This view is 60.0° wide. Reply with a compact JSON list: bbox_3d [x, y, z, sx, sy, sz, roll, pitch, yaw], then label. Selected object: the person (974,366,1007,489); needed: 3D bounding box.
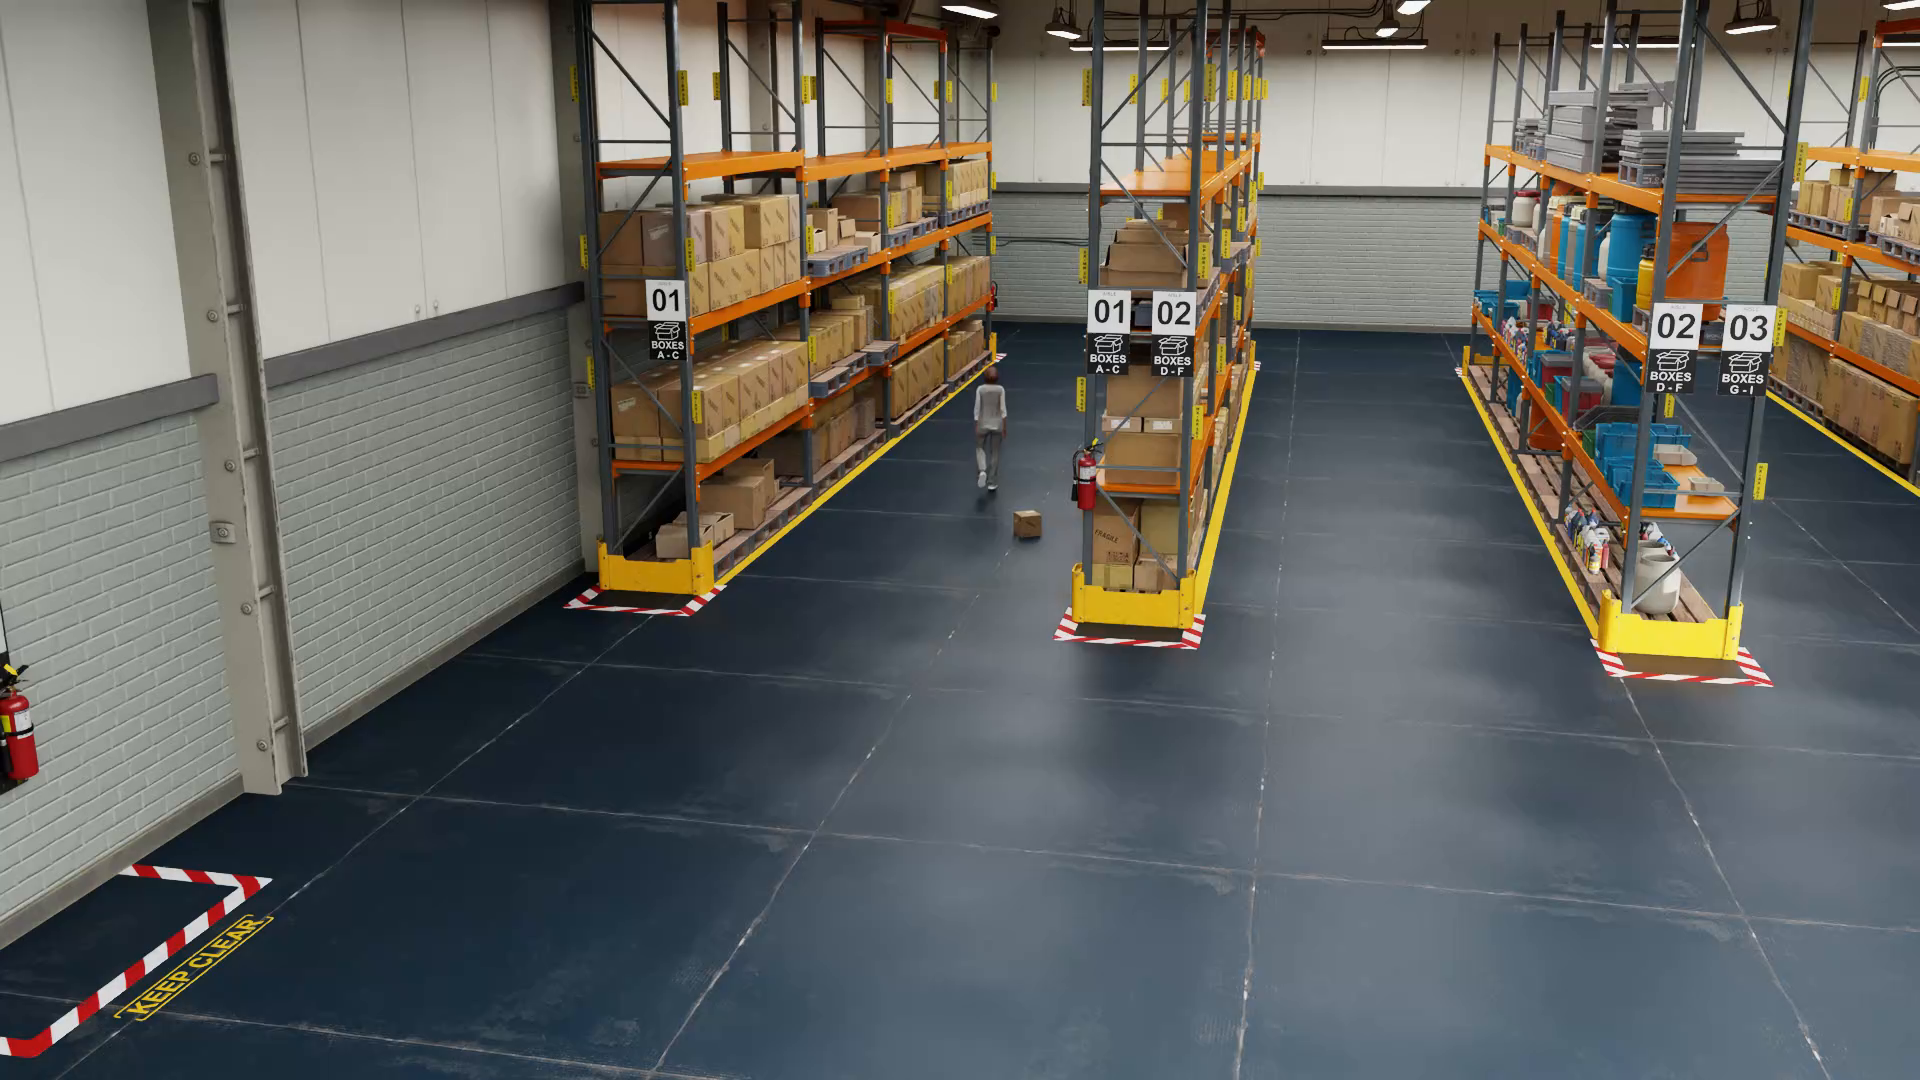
[{"bbox_3d":[0.387,-1.436,21.320,0.427,1.594,0.433,0,15,1],"label":"person"}]
